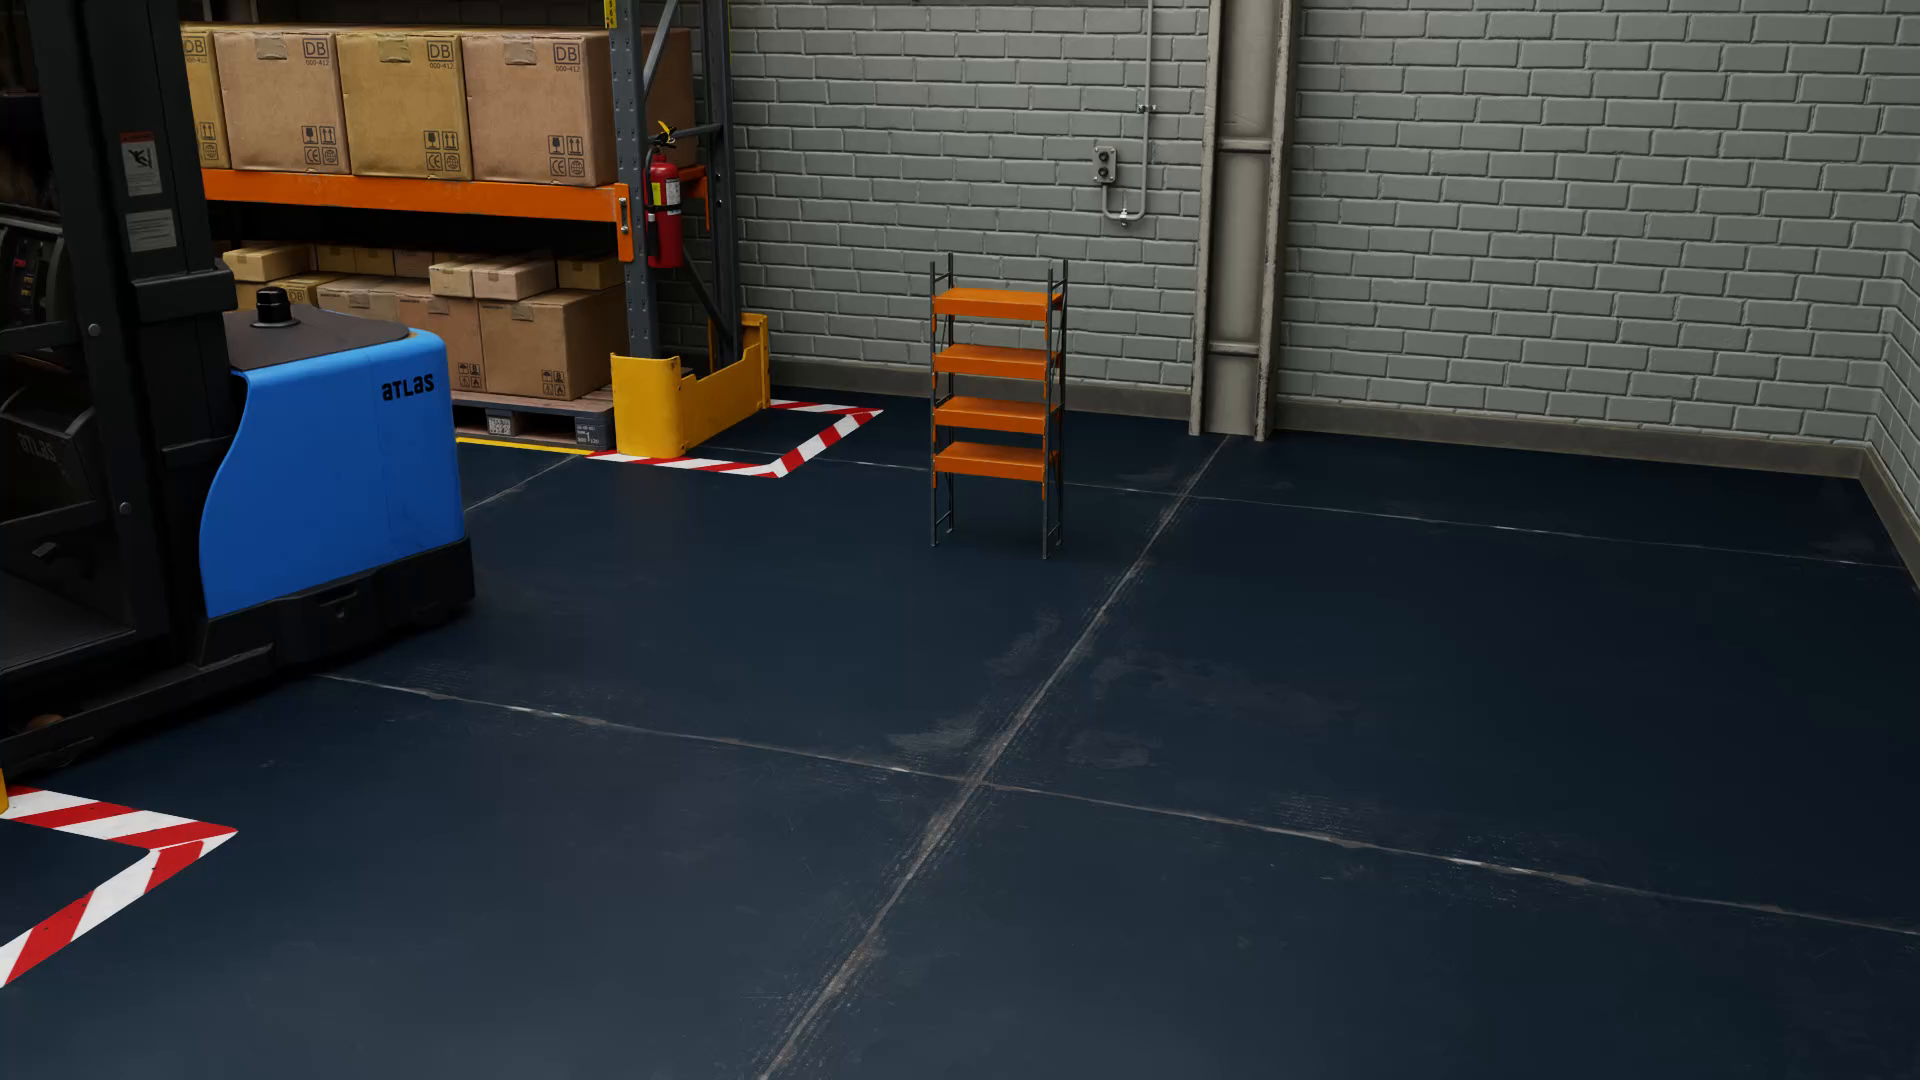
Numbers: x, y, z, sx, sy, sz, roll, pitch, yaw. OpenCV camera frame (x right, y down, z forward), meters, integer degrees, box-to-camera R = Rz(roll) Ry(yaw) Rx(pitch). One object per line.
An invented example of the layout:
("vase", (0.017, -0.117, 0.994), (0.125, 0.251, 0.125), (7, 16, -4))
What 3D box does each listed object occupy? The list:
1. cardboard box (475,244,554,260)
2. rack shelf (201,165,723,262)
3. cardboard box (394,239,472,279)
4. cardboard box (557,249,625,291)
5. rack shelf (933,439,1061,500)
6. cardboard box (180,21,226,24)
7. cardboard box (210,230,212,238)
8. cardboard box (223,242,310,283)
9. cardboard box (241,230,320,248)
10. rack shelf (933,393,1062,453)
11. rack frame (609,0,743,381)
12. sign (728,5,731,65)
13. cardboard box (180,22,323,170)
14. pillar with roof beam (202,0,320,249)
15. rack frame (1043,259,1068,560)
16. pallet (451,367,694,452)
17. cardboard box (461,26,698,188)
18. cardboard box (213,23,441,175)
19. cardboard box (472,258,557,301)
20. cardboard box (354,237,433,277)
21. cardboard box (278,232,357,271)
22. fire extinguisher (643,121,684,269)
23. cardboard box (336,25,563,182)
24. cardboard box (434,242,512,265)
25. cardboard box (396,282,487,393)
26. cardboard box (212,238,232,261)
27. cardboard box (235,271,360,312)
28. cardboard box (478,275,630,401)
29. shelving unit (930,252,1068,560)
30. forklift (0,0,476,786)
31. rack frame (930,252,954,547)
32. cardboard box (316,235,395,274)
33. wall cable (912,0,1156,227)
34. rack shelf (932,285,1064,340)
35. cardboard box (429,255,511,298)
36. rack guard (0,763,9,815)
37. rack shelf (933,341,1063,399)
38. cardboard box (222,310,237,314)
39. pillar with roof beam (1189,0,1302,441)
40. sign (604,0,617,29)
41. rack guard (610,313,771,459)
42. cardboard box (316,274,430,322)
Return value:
("cardboard box", (-2.397, -1.485, 8.954), (0.250, 0.149, 0.380), (7, 20, 18))
("rack shelf", (-3.297, -1.890, 9.033), (4.000, 0.370, 1.077), (7, 20, 18))
("cardboard box", (-2.874, -1.540, 9.110), (0.250, 0.149, 0.380), (7, 20, 19))
("cardboard box", (-1.918, -1.431, 8.798), (0.250, 0.149, 0.380), (7, 20, 18))
("rack shelf", (0.156, -0.298, 6.915), (0.480, 0.148, 0.258), (7, 20, 18))
("cardboard box", (-4.679, -2.523, 9.302), (0.700, 0.700, 0.980), (7, 20, 19))
("cardboard box", (-4.585, -1.734, 9.669), (0.250, 0.149, 0.380), (6, 20, 18))
("cardboard box", (-3.757, -1.507, 9.016), (0.250, 0.149, 0.380), (6, 20, 17))
("cardboard box", (-3.838, -1.650, 9.426), (0.250, 0.149, 0.380), (6, 20, 16))
("rack shelf", (0.156, -0.485, 6.850), (0.480, 0.148, 0.258), (7, 20, 18))
("rack frame", (-1.408, -2.013, 8.295), (0.127, 3.000, 1.000), (7, 20, 18))
("sign", (-1.220, -2.631, 8.632), (0.005, 0.325, 0.100), (7, 20, 18))
("cardboard box", (-3.992, -2.443, 9.071), (0.700, 0.700, 0.980), (6, 20, 17))
("pillar with roof beam", (-5.654, -4.133, 5.261), (0.400, 9.000, 9.100), (7, 20, 18))
("rack frame", (0.387, -0.522, 6.752), (0.015, 1.200, 0.240), (7, 20, 18))
("pallet", (-2.189, -0.758, 8.932), (1.213, 0.211, 1.003), (7, 20, 18))
("cardboard box", (-1.893, -2.207, 8.394), (0.700, 0.700, 0.980), (7, 21, 21))
("cardboard box", (-3.301, -2.367, 8.854), (0.700, 0.700, 0.980), (6, 20, 15))
("cardboard box", (-2.283, -1.339, 8.535), (0.250, 0.149, 0.380), (6, 20, 17))
("cardboard box", (-3.116, -1.567, 9.189), (0.250, 0.149, 0.380), (7, 20, 19))
("cardboard box", (-3.600, -1.622, 9.347), (0.250, 0.149, 0.380), (7, 20, 19))
("fire extinguisher", (-1.417, -1.641, 7.910), (0.183, 0.674, 0.296), (7, 20, 18))
("cardboard box", (-2.584, -2.282, 8.610), (0.700, 0.700, 0.980), (6, 20, 18))
("cardboard box", (-2.633, -1.512, 9.032), (0.250, 0.149, 0.380), (7, 20, 19))
("cardboard box", (-2.575, -1.130, 8.920), (0.500, 0.500, 0.700), (6, 20, 18))
("cardboard box", (-4.250, -1.563, 9.178), (0.250, 0.149, 0.380), (7, 20, 20))
("cardboard box", (-3.556, -1.239, 9.234), (0.500, 0.500, 0.700), (7, 20, 19))
("cardboard box", (-2.102, -1.076, 8.765), (0.500, 0.500, 0.700), (7, 20, 18))
("shelving unit", (0.156, -0.549, 6.827), (0.503, 1.200, 0.258), (7, 20, 18))
("forklift", (-3.115, -0.817, 4.967), (1.130, 2.935, 3.031), (14, 24, 35))
("rack frame", (-0.074, -0.575, 6.903), (0.015, 1.200, 0.240), (7, 20, 18))
("cardboard box", (-3.355, -1.595, 9.268), (0.250, 0.149, 0.380), (6, 20, 17))
("wall cable", (0.112, -2.649, 8.574), (1.851, 1.984, 0.084), (7, 20, 18))
("rack shelf", (0.156, -0.920, 6.698), (0.480, 0.148, 0.258), (7, 20, 18))
("cardboard box", (-2.525, -1.367, 8.614), (0.250, 0.149, 0.380), (7, 20, 20))
("rack guard", (-3.102, 0.700, 4.310), (0.348, 0.500, 1.175), (7, 20, 18))
("rack shelf", (0.156, -0.696, 6.776), (0.480, 0.148, 0.258), (7, 20, 18))
("cardboard box", (-4.040, -1.295, 9.395), (0.500, 0.500, 0.700), (6, 20, 18))
("pillar with roof beam", (0.014, -3.485, 3.402), (0.400, 9.000, 9.100), (7, 20, 18))
("sign", (-1.599, -2.505, 7.585), (0.005, 0.325, 0.100), (7, 20, 18))
("rack guard", (-1.385, -0.830, 8.699), (0.348, 0.500, 1.175), (7, 20, 18))
("cardboard box", (-3.050, -1.184, 9.075), (0.500, 0.500, 0.700), (6, 20, 16))
